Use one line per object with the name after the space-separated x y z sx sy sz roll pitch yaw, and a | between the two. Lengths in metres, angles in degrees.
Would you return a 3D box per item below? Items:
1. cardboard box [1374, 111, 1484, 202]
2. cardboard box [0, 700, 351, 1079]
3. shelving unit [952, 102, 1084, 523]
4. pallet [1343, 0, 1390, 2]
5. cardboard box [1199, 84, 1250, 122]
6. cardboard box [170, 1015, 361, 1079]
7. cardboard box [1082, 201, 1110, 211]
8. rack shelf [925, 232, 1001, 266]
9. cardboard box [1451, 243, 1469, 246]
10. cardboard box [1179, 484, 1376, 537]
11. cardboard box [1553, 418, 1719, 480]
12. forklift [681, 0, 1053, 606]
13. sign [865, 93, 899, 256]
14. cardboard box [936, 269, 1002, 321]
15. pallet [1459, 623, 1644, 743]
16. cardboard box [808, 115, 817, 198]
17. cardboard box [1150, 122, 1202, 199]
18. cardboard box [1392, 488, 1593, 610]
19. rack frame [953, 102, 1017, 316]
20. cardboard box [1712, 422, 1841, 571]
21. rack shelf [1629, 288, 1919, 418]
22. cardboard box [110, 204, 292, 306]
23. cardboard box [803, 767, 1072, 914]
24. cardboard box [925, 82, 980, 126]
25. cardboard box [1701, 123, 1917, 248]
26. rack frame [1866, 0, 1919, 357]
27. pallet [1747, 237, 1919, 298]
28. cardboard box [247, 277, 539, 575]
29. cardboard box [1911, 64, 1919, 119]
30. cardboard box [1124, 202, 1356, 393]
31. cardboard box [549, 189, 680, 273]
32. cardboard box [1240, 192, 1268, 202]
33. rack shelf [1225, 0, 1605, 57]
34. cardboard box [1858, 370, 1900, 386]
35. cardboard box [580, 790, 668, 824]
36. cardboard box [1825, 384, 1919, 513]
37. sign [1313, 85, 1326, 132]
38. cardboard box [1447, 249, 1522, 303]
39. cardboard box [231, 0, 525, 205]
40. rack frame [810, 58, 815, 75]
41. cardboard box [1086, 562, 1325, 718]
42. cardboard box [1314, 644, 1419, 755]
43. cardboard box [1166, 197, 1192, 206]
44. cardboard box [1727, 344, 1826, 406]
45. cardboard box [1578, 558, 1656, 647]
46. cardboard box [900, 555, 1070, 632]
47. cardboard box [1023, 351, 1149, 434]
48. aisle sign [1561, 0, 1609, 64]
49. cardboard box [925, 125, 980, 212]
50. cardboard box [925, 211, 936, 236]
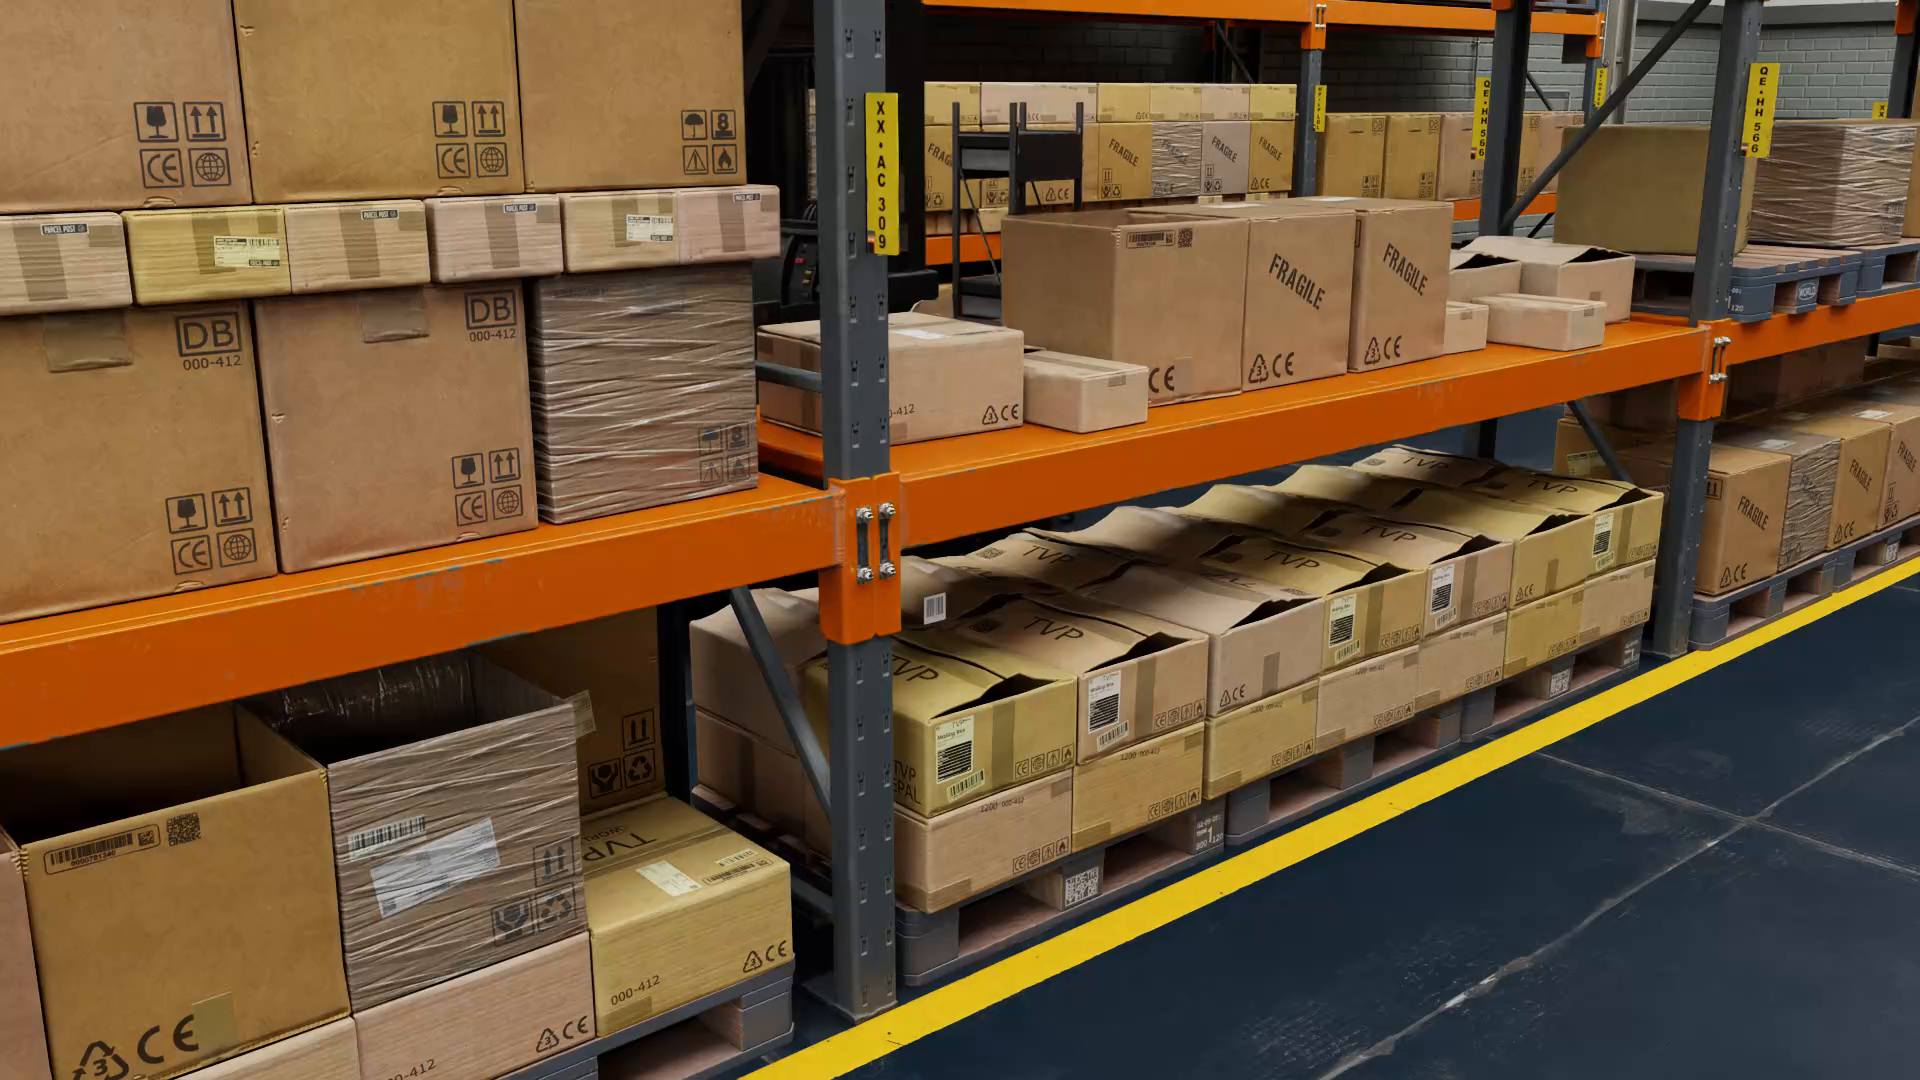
3.771 -3.207 13.861 0.700 0.700 0.980 -14 20 -42 | cardboard box
-1.492 0.646 3.080 0.500 0.500 0.500 -13 19 -39 | cardboard box
0.282 -1.094 8.276 0.431 2.100 0.503 14 20 41 | shelving unit
2.879 -4.268 12.775 1.213 0.211 1.003 -13 19 -39 | pallet
1.678 -3.075 11.689 0.500 0.250 0.500 -12 19 -38 | cardboard box
-1.483 1.011 3.167 0.500 0.250 0.500 -13 19 -39 | cardboard box
0.788 -2.208 11.153 0.250 0.149 0.380 -13 19 -39 | cardboard box
0.746 -2.039 11.464 4.000 0.370 1.077 -13 19 -39 | rack shelf
4.391 -2.547 14.747 0.250 0.149 0.380 -13 19 -39 | cardboard box
1.127 -0.021 5.944 0.500 0.311 0.500 -13 20 -41 | cardboard box
3.043 -0.293 7.525 0.500 0.500 0.500 -12 19 -37 | cardboard box
-0.928 -1.160 6.915 1.130 2.935 3.031 14 20 41 | forklift
-0.160 -0.755 3.432 0.005 0.325 0.100 -13 19 -39 | sign
-0.122 -1.311 10.697 0.750 0.750 0.750 -13 20 -40 | cardboard box
1.845 0.395 6.361 1.213 0.211 1.003 -13 19 -39 | pallet
-1.111 -2.227 9.728 0.700 0.500 0.500 13 20 40 | cardboard box
1.309 -2.628 11.466 0.500 0.500 0.500 -13 19 -39 | cardboard box
1.871 -0.003 5.877 0.500 0.311 0.500 -13 20 -40 | cardboard box
0.115 -1.048 8.104 0.400 2.100 0.015 14 20 41 | rack frame
3.414 -0.200 7.177 0.500 0.500 0.500 -14 20 -41 | cardboard box
4.001 -1.075 7.856 4.000 0.370 1.077 -13 19 -39 | rack shelf
-1.359 -0.508 2.889 0.250 0.149 0.380 -13 20 -40 | cardboard box
-0.059 0.699 4.334 0.500 0.250 0.500 -13 20 -41 | cardboard box
-0.229 -2.643 10.070 0.500 0.250 0.500 -12 19 -38 | cardboard box
3.708 -1.581 7.350 0.500 0.500 0.700 -9 17 -29 | cardboard box
5.509 -1.761 9.032 0.127 3.000 1.000 -13 19 -39 | rack frame
3.956 -1.321 7.756 1.213 0.211 1.003 -13 19 -39 | pallet
-1.250 -0.287 3.320 0.500 0.500 0.700 -13 20 -40 | cardboard box
5.721 -2.429 9.399 0.500 0.500 0.500 -13 19 -39 | cardboard box
0.840 -0.755 5.072 0.500 0.500 0.500 -13 19 -39 | cardboard box
-0.778 -0.639 3.377 0.250 0.149 0.380 -13 20 -41 | cardboard box
2.011 -2.454 12.071 0.250 0.149 0.380 -12 19 -38 | cardboard box
3.764 -4.166 13.614 4.000 0.370 1.077 -13 19 -39 | rack shelf
4.589 -0.639 8.822 0.500 0.500 0.500 -12 19 -39 | cardboard box
-1.075 0.739 4.185 0.500 0.250 0.500 -13 19 -39 | cardboard box
4.568 -0.460 8.150 0.500 0.500 0.500 -12 19 -39 | cardboard box
2.618 -3.142 12.111 0.005 0.325 0.100 -13 19 -39 | sign
1.690 -0.927 6.080 0.500 0.311 0.500 -13 20 -40 | cardboard box
-1.237 -0.919 3.170 0.500 0.500 0.700 -13 20 -39 | cardboard box
-0.763 -2.047 10.103 0.127 3.000 1.000 -13 19 -39 | rack frame
0.720 0.255 4.910 0.500 0.311 0.500 -14 20 -41 | cardboard box
1.101 0.439 5.309 0.500 0.250 0.500 -12 19 -38 | cardboard box
1.397 -2.334 11.623 0.250 0.149 0.380 -13 19 -39 | cardboard box
3.852 -0.840 8.119 0.500 0.250 0.500 -13 20 -40 | cardboard box
2.255 0.178 6.284 0.500 0.250 0.500 -12 19 -38 | cardboard box
-0.020 0.235 4.987 0.500 0.311 0.500 -12 19 -38 | cardboard box
0.277 -0.395 4.403 0.250 0.149 0.380 -13 19 -39 | cardboard box
5.524 -4.612 14.668 0.004 0.787 0.394 -13 19 -39 | aisle sign
-0.228 -2.282 10.170 0.500 0.500 0.500 -12 19 -38 | cardboard box
-0.362 -1.946 10.173 0.250 0.149 0.380 -13 20 -40 | cardboard box
